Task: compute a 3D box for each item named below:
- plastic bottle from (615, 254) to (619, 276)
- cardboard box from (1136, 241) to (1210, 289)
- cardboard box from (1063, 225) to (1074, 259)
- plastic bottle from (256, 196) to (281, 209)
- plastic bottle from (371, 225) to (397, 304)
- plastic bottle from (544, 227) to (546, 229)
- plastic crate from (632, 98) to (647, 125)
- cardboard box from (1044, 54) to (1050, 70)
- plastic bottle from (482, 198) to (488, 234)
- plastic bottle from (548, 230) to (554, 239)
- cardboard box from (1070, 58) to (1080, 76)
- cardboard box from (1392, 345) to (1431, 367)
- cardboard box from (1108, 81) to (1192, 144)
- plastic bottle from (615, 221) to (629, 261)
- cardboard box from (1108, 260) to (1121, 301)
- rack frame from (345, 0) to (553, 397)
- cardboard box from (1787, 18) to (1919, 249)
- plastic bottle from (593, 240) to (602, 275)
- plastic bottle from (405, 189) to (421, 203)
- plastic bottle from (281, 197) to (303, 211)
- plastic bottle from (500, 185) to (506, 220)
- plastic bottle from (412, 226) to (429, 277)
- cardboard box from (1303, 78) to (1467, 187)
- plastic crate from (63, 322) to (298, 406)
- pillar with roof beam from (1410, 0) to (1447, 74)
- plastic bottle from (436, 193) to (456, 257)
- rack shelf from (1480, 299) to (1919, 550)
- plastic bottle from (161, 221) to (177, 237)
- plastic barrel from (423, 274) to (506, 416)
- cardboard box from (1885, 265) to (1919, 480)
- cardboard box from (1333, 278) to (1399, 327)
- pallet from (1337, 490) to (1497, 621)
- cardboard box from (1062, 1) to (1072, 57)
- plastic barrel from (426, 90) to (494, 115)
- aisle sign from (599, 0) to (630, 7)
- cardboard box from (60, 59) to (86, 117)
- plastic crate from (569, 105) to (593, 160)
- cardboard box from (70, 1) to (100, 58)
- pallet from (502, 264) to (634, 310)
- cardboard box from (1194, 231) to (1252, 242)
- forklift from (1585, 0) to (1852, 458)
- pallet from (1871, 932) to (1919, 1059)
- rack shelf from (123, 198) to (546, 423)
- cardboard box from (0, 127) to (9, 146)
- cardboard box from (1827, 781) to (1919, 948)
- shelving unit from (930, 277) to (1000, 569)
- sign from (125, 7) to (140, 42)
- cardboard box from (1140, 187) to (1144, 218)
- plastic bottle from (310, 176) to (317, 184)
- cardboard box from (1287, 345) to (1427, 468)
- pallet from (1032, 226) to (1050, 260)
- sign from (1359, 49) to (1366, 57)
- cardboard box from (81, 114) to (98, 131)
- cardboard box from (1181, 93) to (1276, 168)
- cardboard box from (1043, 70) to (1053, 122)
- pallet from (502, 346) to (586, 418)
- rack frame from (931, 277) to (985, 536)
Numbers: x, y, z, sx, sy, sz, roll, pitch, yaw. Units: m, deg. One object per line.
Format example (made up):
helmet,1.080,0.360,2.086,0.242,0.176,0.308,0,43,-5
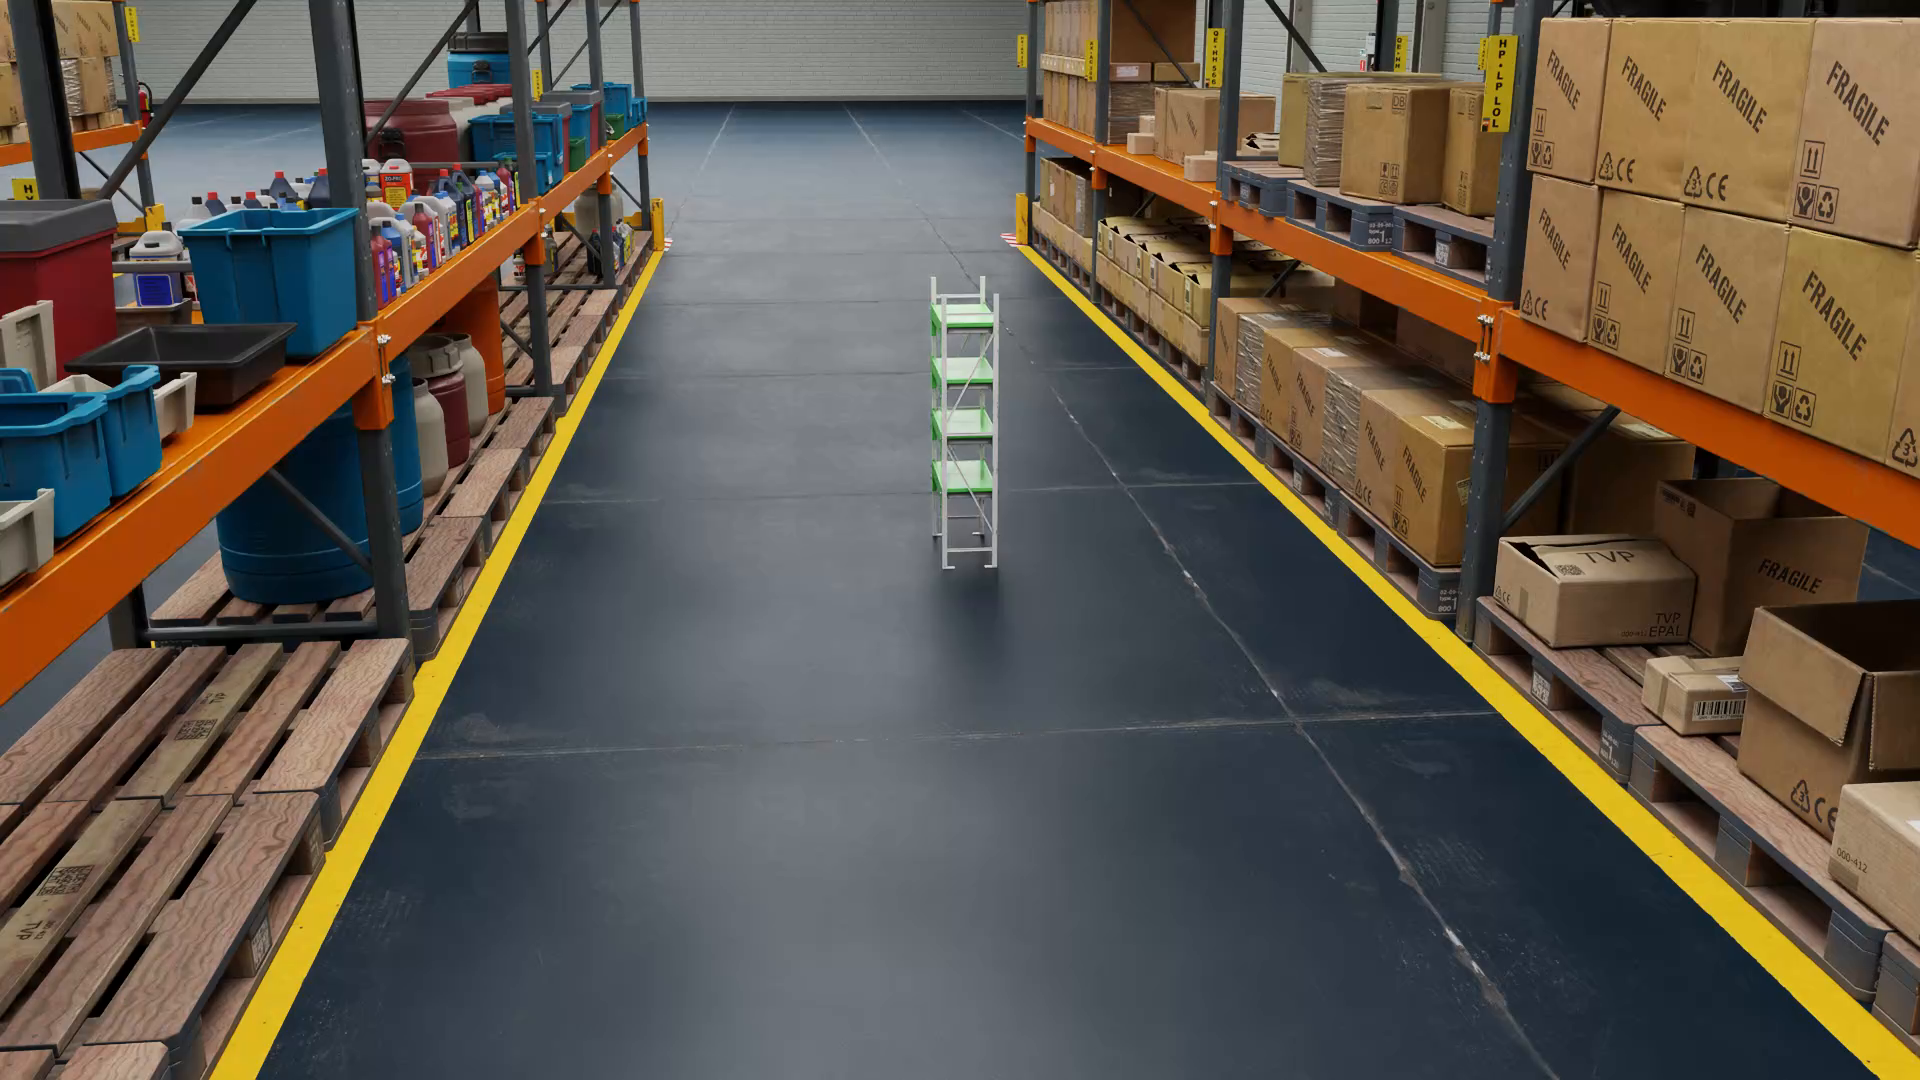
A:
plastic bottle,-2.933,-2.335,14.043,0.097,0.201,0.097,0,17,0
cardboard box,1.567,-2.010,12.025,0.500,0.311,0.500,-1,17,-4
cardboard box,1.239,-2.760,15.351,0.500,0.250,0.500,-2,18,-6
plastic bottle,-2.980,-1.324,7.093,0.152,0.276,0.135,-2,18,-6
plastic bottle,-2.118,-1.014,6.094,0.061,0.283,0.133,-2,18,-6
plastic bottle,-3.846,-2.779,15.321,0.061,0.283,0.133,-1,17,-5
plastic crate,-3.379,-4.272,16.524,0.499,0.251,0.616,-2,18,-6
cardboard box,1.055,-4.790,16.675,0.380,0.149,0.250,-2,18,-7
plastic bottle,-2.349,-1.590,8.066,0.097,0.201,0.097,0,17,0
plastic bottle,-3.629,-2.593,14.730,0.061,0.283,0.133,-2,18,-6
cardboard box,1.211,-4.332,15.217,0.380,0.149,0.250,-1,17,-4
cardboard box,2.468,-0.687,8.295,0.500,0.500,0.500,-2,18,-8
cardboard box,1.560,-3.622,14.041,0.700,0.500,0.500,-2,18,-7
plastic bottle,-3.049,-2.673,14.872,0.144,0.351,0.185,-2,18,-6
cardboard box,1.458,-2.051,13.092,0.500,0.250,0.500,-1,17,-4
rack frame,-2.903,-2.099,9.355,1.000,3.000,0.127,-2,18,-6
cardboard box,2.366,-0.974,3.936,0.500,0.500,0.500,-1,17,-4
plastic bottle,-3.079,-2.405,14.131,0.061,0.283,0.133,-2,18,-6
plastic bottle,-2.427,-1.430,7.438,0.097,0.271,0.097,0,17,0
plastic bottle,-2.858,-1.331,7.124,0.097,0.271,0.097,0,17,0
plastic bottle,-2.409,-1.764,8.621,0.097,0.201,0.097,0,17,0
plastic bottle,-2.202,-1.165,6.711,0.097,0.201,0.097,0,17,0
cardboard box,2.106,-2.037,8.288,0.700,0.500,0.500,1,17,5
plastic crate,-2.108,-0.480,4.556,0.437,0.125,0.590,-2,18,-6
pillar with roof beam,2.158,-9.124,21.715,9.100,9.000,0.400,-2,18,-6
plastic bottle,-2.263,-1.376,7.267,0.097,0.271,0.097,0,17,0
rack shelf,2.643,-0.120,4.253,1.077,0.370,4.000,-2,18,-6
plastic bottle,-2.922,-1.027,6.134,0.061,0.283,0.133,-2,18,-6
plastic barrel,-2.836,-1.119,9.155,0.600,0.830,0.708,-2,18,-6
cardboard box,2.430,-0.344,3.597,0.500,0.500,0.500,-2,18,-5
cardboard box,2.364,-1.338,9.118,0.500,0.250,0.500,-1,17,-4
pallet,2.315,0.030,7.229,1.003,0.211,1.213,-2,18,-6
cardboard box,1.353,-4.839,15.751,0.700,0.500,0.500,-2,18,-5
plastic barrel,-3.315,-2.716,11.095,0.433,0.535,0.433,0,17,0
aisle sign,-3.440,-5.754,16.656,0.394,0.787,0.004,-2,18,-6
cardboard box,-8.446,-4.059,14.934,0.875,0.500,0.500,-2,18,-6
plastic crate,-2.892,-2.964,12.138,0.392,0.384,0.575,-2,18,-6
cardboard box,-8.295,-4.691,15.279,0.500,0.500,0.500,-2,18,-6
pallet,-3.343,-2.162,14.211,1.003,0.211,1.213,-2,18,-6
cardboard box,2.048,-2.183,12.577,0.500,0.311,0.500,-2,18,-6
forklift,4.323,-2.224,9.868,1.130,2.935,3.031,-2,18,-6
pallet,2.759,1.203,3.494,1.003,0.211,1.213,-2,18,-6
rack shelf,-2.697,-1.160,7.565,1.077,0.370,4.000,-2,18,-6
cardboard box,-8.066,-3.314,13.645,0.380,0.149,0.250,-2,18,-6
cardboard box,2.480,0.796,3.990,0.500,0.250,0.500,-2,18,-6
shelving unit,0.017,-0.523,7.340,0.258,1.200,0.503,-2,18,-6
sign,-8.100,-5.044,16.275,0.100,0.325,0.005,-2,18,-6
cardboard box,1.816,-2.986,14.817,0.500,0.500,0.500,-2,18,-6
plastic bottle,-3.110,-1.617,8.035,0.097,0.271,0.097,0,17,0
cardboard box,1.952,-0.663,8.220,0.500,0.500,0.500,-2,18,-8
pallet,1.320,-3.078,17.127,1.003,0.211,1.213,-2,18,-6
sign,6.260,-7.568,25.831,0.001,0.109,0.331,-2,18,-6
cardboard box,-8.307,-3.909,15.539,0.380,0.149,0.250,-2,18,-6
cardboard box,1.835,-2.798,11.415,0.500,0.500,0.500,-3,18,-9
cardboard box,1.235,-4.543,16.972,0.700,0.500,0.500,-2,18,-6
pallet,-2.944,-1.001,10.512,1.003,0.211,1.213,-2,18,-6
rack frame,-0.008,-0.596,7.572,0.240,1.200,0.015,-2,18,-6
